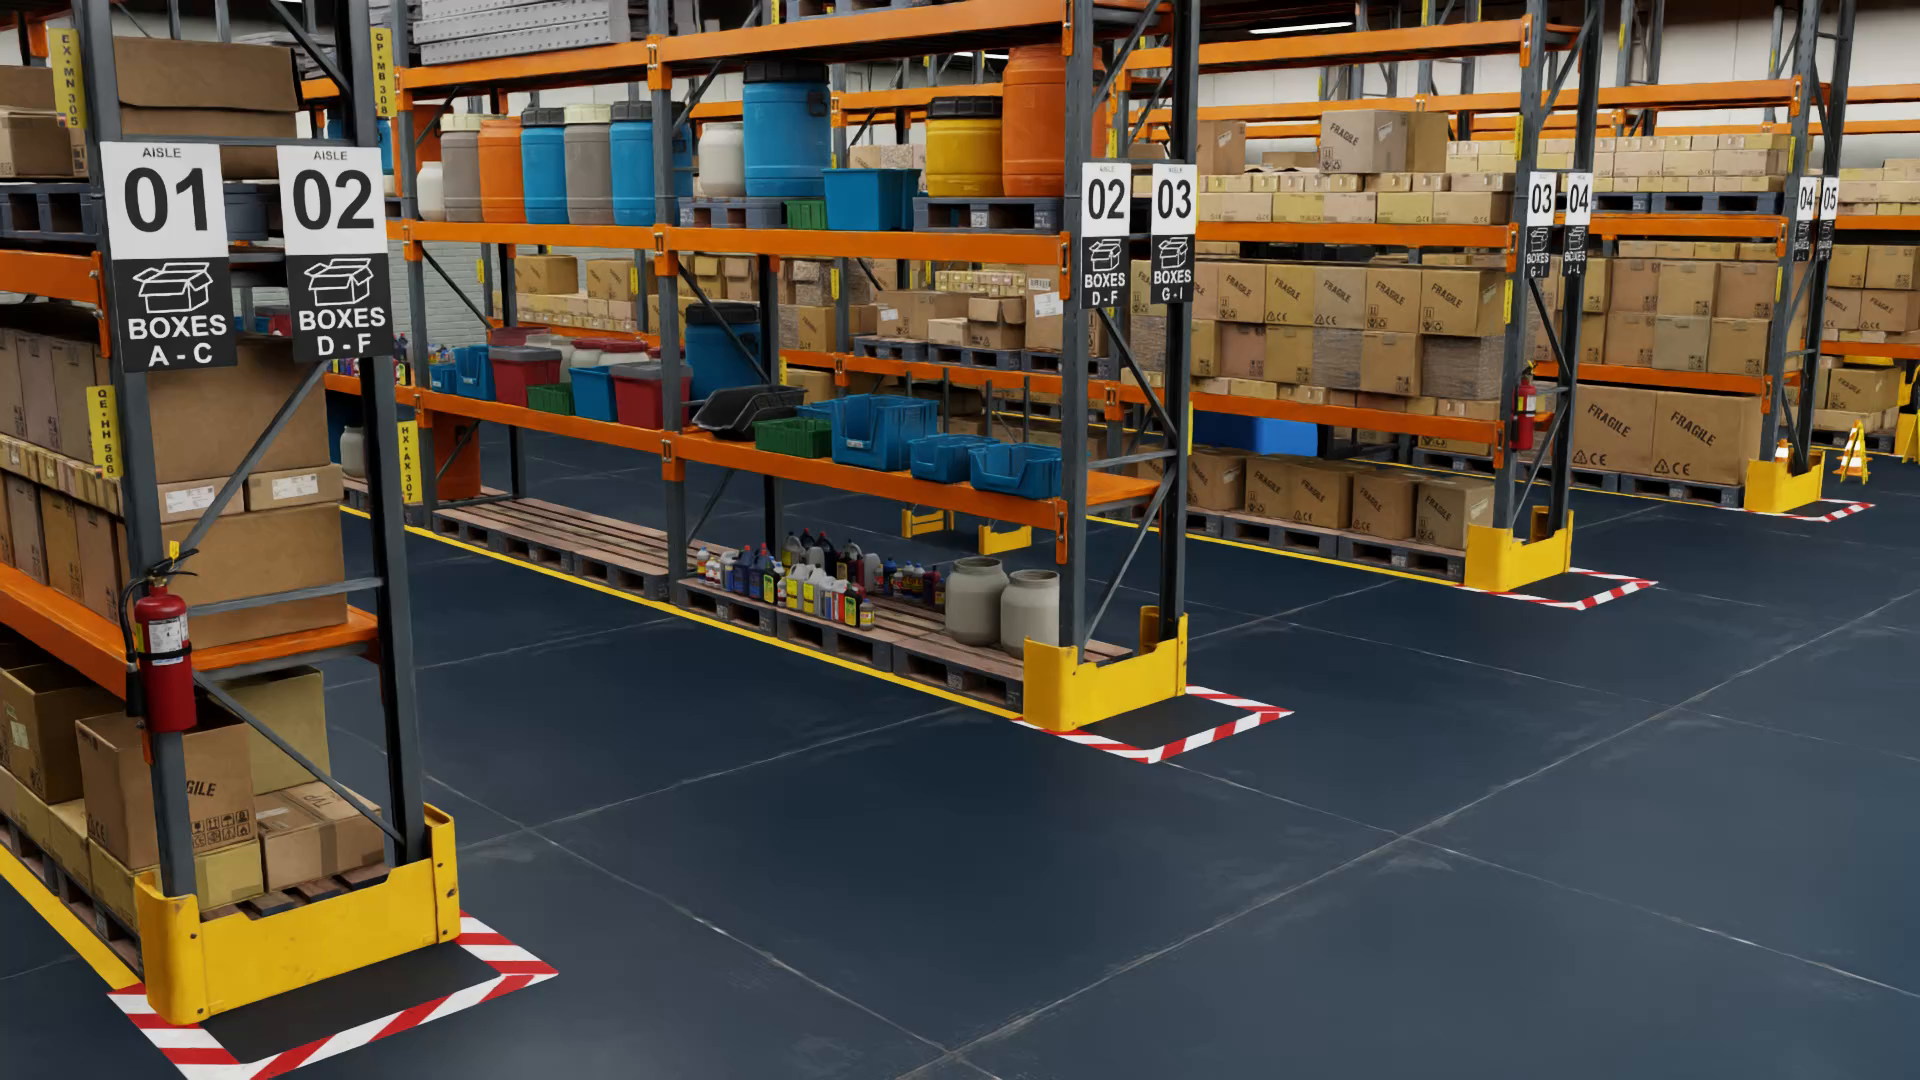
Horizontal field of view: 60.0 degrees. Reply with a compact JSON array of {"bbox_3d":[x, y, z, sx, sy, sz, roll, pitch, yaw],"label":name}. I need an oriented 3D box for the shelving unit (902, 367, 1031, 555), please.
[{"bbox_3d":[0.053,-0.723,14.706,0.587,1.500,1.083,-11,16,-43],"label":"shelving unit"}]

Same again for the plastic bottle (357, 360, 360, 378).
[{"bbox_3d":[-5.770,-1.670,16.075,0.097,0.201,0.097,0,12,0],"label":"plastic bottle"}]

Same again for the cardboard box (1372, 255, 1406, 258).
[{"bbox_3d":[6.340,-4.003,24.881,0.500,0.500,0.500,11,16,44],"label":"cardboard box"}]

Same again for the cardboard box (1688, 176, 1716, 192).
[{"bbox_3d":[7.385,-3.505,16.389,0.380,0.149,0.250,-11,16,-42],"label":"cardboard box"}]

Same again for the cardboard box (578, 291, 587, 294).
[{"bbox_3d":[-5.267,-3.377,23.504,0.500,0.250,0.500,11,16,43],"label":"cardboard box"}]

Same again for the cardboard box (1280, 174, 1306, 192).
[{"bbox_3d":[2.923,-3.018,14.078,0.380,0.149,0.250,-10,16,-41],"label":"cardboard box"}]

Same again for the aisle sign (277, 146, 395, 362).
[{"bbox_3d":[-2.347,-1.078,6.269,0.394,0.787,0.004,-11,16,-43],"label":"aisle sign"}]

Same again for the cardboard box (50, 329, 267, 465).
[{"bbox_3d":[-3.330,-0.610,6.975,0.500,0.500,0.700,11,16,44],"label":"cardboard box"}]

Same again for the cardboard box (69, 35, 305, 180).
[{"bbox_3d":[-3.007,-1.650,6.411,0.797,0.503,0.637,-9,15,-39],"label":"cardboard box"}]

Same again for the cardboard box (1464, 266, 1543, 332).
[{"bbox_3d":[4.371,-1.954,13.501,0.500,0.500,0.500,-11,16,-43],"label":"cardboard box"}]

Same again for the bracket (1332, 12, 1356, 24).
[{"bbox_3d":[7.223,-9.795,31.232,0.235,0.232,0.430,-11,16,-43],"label":"bracket"}]

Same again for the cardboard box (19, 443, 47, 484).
[{"bbox_3d":[-3.910,-0.357,7.353,0.380,0.149,0.250,-10,16,-41],"label":"cardboard box"}]

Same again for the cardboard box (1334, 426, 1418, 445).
[{"bbox_3d":[4.955,-1.594,19.749,1.050,0.750,0.750,-11,16,-43],"label":"cardboard box"}]

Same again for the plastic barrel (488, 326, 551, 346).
[{"bbox_3d":[-4.013,-1.670,15.248,0.600,0.536,0.708,-11,16,-43],"label":"plastic barrel"}]

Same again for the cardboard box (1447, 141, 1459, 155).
[{"bbox_3d":[5.454,-4.303,18.287,0.380,0.149,0.250,-11,16,-42],"label":"cardboard box"}]

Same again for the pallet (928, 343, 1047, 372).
[{"bbox_3d":[0.426,-1.942,17.380,1.003,0.211,1.213,-11,16,-43],"label":"pallet"}]

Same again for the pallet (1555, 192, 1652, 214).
[{"bbox_3d":[6.844,-3.539,17.441,1.003,0.211,1.213,-11,16,-43],"label":"pallet"}]

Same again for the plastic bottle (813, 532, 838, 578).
[{"bbox_3d":[-1.005,0.118,12.378,0.185,0.351,0.144,11,16,42],"label":"plastic bottle"}]

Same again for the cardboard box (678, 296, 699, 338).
[{"bbox_3d":[-3.248,-2.777,20.708,0.500,0.500,0.500,-11,16,-42],"label":"cardboard box"}]

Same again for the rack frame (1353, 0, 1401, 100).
[{"bbox_3d":[6.197,-6.639,24.833,1.000,3.000,0.127,-11,16,-43],"label":"rack frame"}]

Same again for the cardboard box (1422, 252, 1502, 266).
[{"bbox_3d":[5.679,-2.956,18.776,0.875,0.550,0.550,-11,16,-43],"label":"cardboard box"}]

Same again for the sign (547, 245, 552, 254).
[{"bbox_3d":[-6.093,-4.244,24.619,0.100,0.325,0.005,-11,16,-43],"label":"sign"}]

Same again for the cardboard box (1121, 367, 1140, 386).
[{"bbox_3d":[1.722,-1.539,15.572,0.380,0.149,0.250,-11,16,-43],"label":"cardboard box"}]

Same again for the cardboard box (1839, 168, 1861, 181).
[{"bbox_3d":[10.796,-4.400,20.045,0.380,0.149,0.250,-11,16,-42],"label":"cardboard box"}]

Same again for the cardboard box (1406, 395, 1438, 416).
[{"bbox_3d":[3.826,-1.107,13.476,0.380,0.149,0.250,-11,16,-43],"label":"cardboard box"}]

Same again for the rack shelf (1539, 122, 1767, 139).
[{"bbox_3d":[11.165,-6.491,26.889,1.077,0.370,4.000,-11,16,-43],"label":"rack shelf"}]

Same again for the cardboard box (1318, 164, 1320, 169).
[{"bbox_3d":[5.827,-5.460,25.248,0.637,0.503,0.797,11,16,42],"label":"cardboard box"}]

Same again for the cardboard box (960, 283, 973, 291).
[{"bbox_3d":[0.222,-3.611,23.850,0.380,0.149,0.250,-10,16,-41],"label":"cardboard box"}]

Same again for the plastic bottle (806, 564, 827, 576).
[{"bbox_3d":[-1.020,0.314,11.613,0.152,0.276,0.135,-11,16,-43],"label":"plastic bottle"}]

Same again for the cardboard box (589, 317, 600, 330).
[{"bbox_3d":[-4.713,-2.891,22.135,0.380,0.149,0.250,-11,16,-42],"label":"cardboard box"}]

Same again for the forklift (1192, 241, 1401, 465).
[{"bbox_3d":[3.780,-2.164,18.151,3.031,2.935,1.130,-11,16,-43],"label":"forklift"}]

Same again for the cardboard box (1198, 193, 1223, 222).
[{"bbox_3d":[2.286,-2.953,14.751,0.500,0.250,0.500,-11,16,-43],"label":"cardboard box"}]

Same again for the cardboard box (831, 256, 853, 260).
[{"bbox_3d":[-1.670,-4.520,25.952,0.500,0.500,0.500,11,16,43],"label":"cardboard box"}]

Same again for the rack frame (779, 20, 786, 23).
[{"bbox_3d":[-2.838,-7.102,27.080,1.000,3.000,0.127,-11,16,-43],"label":"rack frame"}]

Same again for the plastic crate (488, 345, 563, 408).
[{"bbox_3d":[-3.658,-1.382,14.027,0.402,0.464,0.583,-11,16,-43],"label":"plastic crate"}]

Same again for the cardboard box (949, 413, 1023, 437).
[{"bbox_3d":[0.295,-1.055,17.701,0.700,0.500,0.500,-9,15,-38],"label":"cardboard box"}]

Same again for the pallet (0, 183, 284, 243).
[{"bbox_3d":[-3.083,-1.305,6.595,1.003,0.211,1.213,-11,16,-43],"label":"pallet"}]

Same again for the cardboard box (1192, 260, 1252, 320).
[{"bbox_3d":[2.265,-2.246,14.917,0.500,0.500,0.500,-11,16,-43],"label":"cardboard box"}]

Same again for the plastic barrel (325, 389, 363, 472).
[{"bbox_3d":[-6.463,-1.206,17.490,0.600,0.901,0.708,-11,16,-43],"label":"plastic barrel"}]

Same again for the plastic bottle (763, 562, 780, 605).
[{"bbox_3d":[-1.319,0.303,11.650,0.061,0.283,0.133,-10,15,-40],"label":"plastic bottle"}]

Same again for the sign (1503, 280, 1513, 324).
[{"bbox_3d":[4.139,-1.799,12.558,0.100,0.325,0.005,-11,16,-43],"label":"sign"}]

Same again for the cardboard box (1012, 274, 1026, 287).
[{"bbox_3d":[0.946,-3.605,23.081,0.380,0.149,0.250,-10,15,-41],"label":"cardboard box"}]

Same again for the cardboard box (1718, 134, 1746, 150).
[{"bbox_3d":[7.562,-3.858,16.128,0.380,0.149,0.250,-11,16,-42],"label":"cardboard box"}]

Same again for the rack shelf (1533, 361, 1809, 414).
[{"bbox_3d":[6.830,-1.768,17.841,1.077,0.370,4.000,-11,16,-43],"label":"rack shelf"}]

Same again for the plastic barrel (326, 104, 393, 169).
[{"bbox_3d":[-6.026,-3.905,16.718,0.600,0.901,0.708,-11,16,-43],"label":"plastic barrel"}]

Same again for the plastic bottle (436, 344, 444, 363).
[{"bbox_3d":[-5.156,-1.807,16.539,0.061,0.283,0.133,-11,16,-43],"label":"plastic bottle"}]

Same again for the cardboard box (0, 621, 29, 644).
[{"bbox_3d":[-4.591,0.675,8.115,0.500,0.500,0.500,-11,16,-43],"label":"cardboard box"}]

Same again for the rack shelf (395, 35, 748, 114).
[{"bbox_3d":[-3.172,-3.727,13.476,1.077,0.370,4.000,-11,16,-43],"label":"rack shelf"}]

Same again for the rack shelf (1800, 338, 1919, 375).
[{"bbox_3d":[10.340,-2.472,21.261,1.077,0.370,4.000,-11,16,-43],"label":"rack shelf"}]

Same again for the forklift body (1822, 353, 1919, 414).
[{"bbox_3d":[12.680,-2.832,23.326,2.313,2.155,1.214,-11,16,-43],"label":"forklift body"}]

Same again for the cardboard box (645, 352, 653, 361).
[{"bbox_3d":[-3.277,-1.978,21.301,1.225,0.875,0.875,-11,16,-42],"label":"cardboard box"}]

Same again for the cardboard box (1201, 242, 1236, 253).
[{"bbox_3d":[4.246,-4.575,26.956,0.500,0.500,0.500,11,16,44],"label":"cardboard box"}]

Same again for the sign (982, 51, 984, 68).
[{"bbox_3d":[0.321,-7.131,24.516,0.100,0.325,0.005,-11,16,-43],"label":"sign"}]

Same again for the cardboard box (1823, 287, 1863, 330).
[{"bbox_3d":[10.805,-2.842,20.287,0.500,0.500,0.500,-11,16,-42],"label":"cardboard box"}]

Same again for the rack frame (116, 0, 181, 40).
[{"bbox_3d":[-10.078,-5.735,20.447,1.000,3.000,0.127,-11,16,-43],"label":"rack frame"}]

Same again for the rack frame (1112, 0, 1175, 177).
[{"bbox_3d":[1.792,-4.674,15.297,1.000,3.000,0.127,-11,16,-43],"label":"rack frame"}]

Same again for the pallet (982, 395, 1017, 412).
[{"bbox_3d":[0.463,-2.100,24.583,1.003,0.211,1.213,-11,16,-43],"label":"pallet"}]
